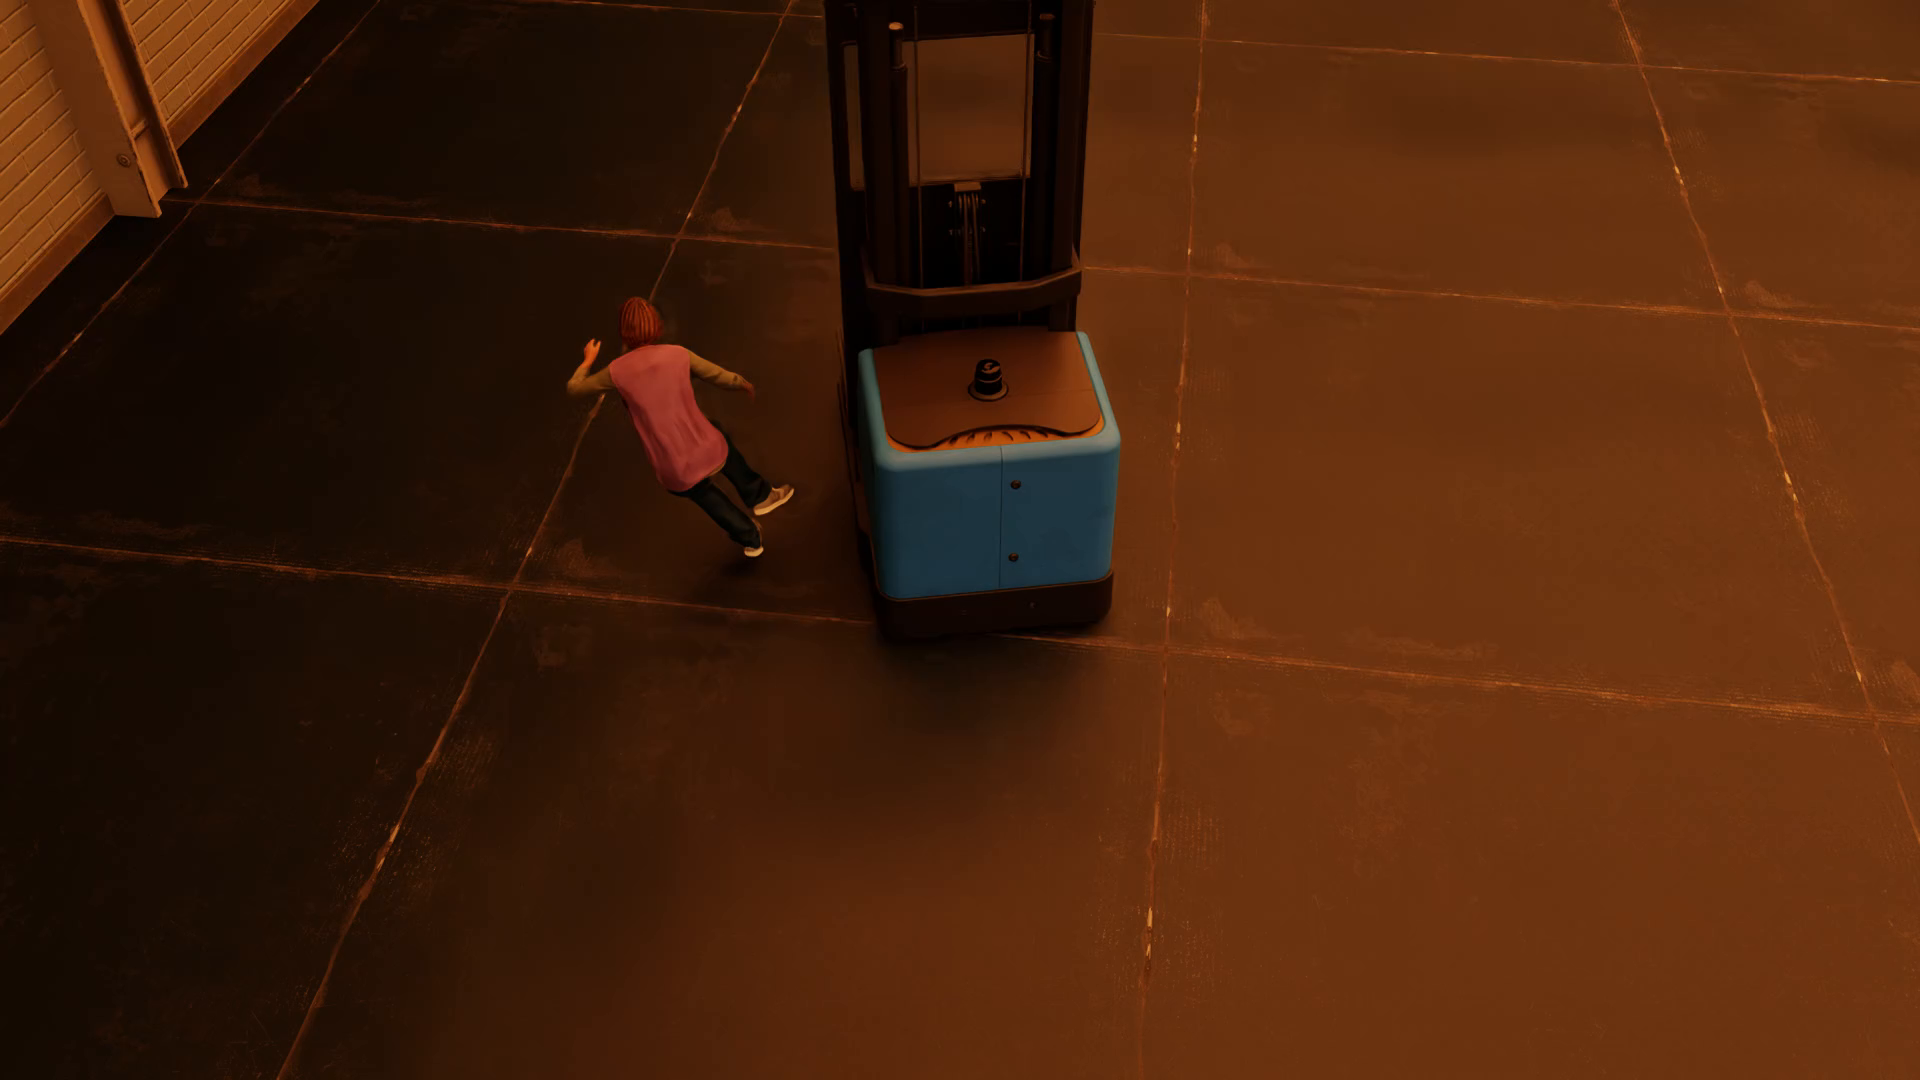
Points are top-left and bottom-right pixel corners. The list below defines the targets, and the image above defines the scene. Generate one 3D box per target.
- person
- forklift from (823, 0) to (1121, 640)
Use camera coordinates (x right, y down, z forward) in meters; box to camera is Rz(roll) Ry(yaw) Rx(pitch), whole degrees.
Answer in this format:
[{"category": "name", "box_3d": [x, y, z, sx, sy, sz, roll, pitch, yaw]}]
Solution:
[{"category": "person", "box_3d": [-1.233, -0.535, 7.455, 0.916, 1.369, 0.838, -24, 48, -24]}, {"category": "forklift", "box_3d": [-0.037, -1.642, 7.512, 1.130, 2.935, 3.031, -5, 43, -6]}]
